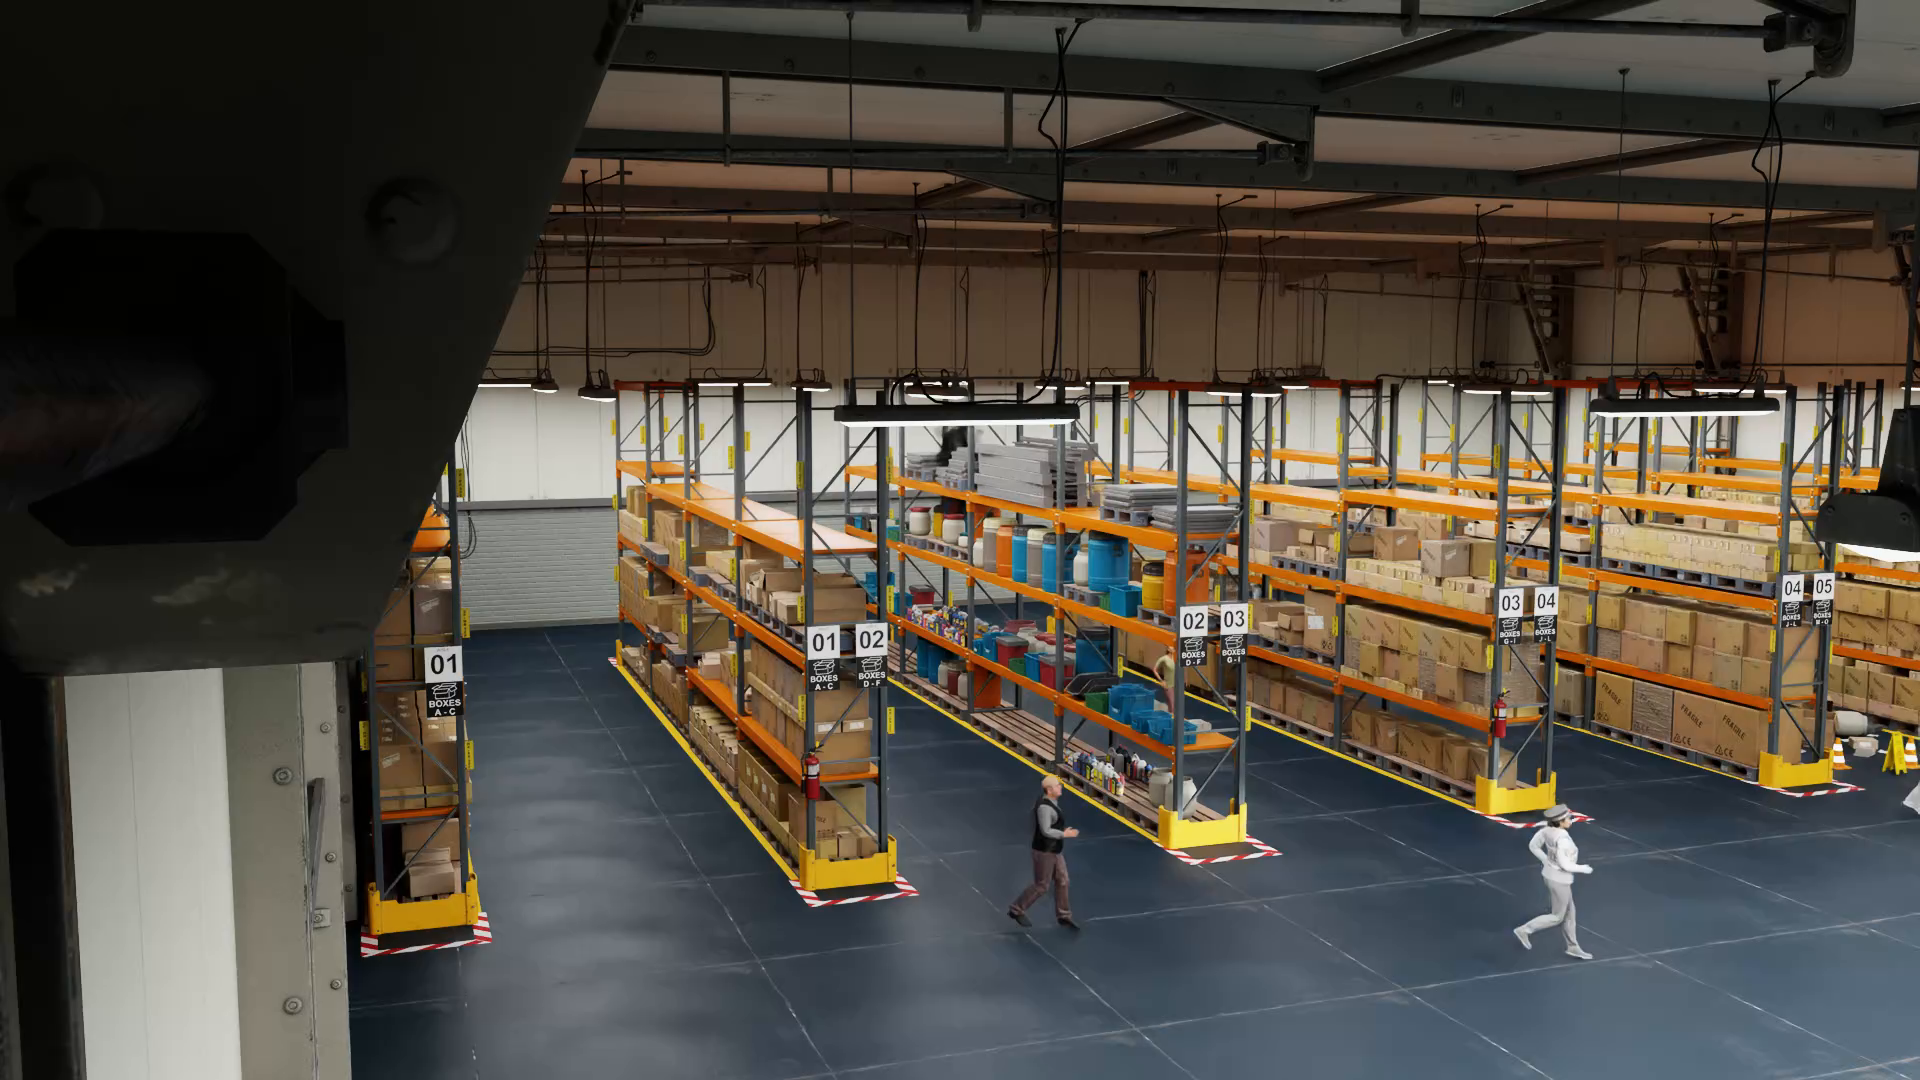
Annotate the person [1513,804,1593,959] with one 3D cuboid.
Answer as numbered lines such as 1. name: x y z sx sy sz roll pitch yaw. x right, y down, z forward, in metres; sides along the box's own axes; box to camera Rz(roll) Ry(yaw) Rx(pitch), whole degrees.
1. person: 6.315 3.636 17.671 0.882 1.700 0.617 0 6 -1

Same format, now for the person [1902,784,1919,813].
1. person: 13.667 3.072 23.079 0.952 1.734 0.626 3 7 29

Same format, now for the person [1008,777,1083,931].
1. person: 0.963 3.513 18.598 0.829 1.767 0.674 1 6 10

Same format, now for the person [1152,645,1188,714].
1. person: 3.595 2.508 28.447 0.616 1.631 0.769 -3 7 -23

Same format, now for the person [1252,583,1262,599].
1. person: 7.544 1.088 41.546 0.744 1.737 0.705 -3 7 -25
